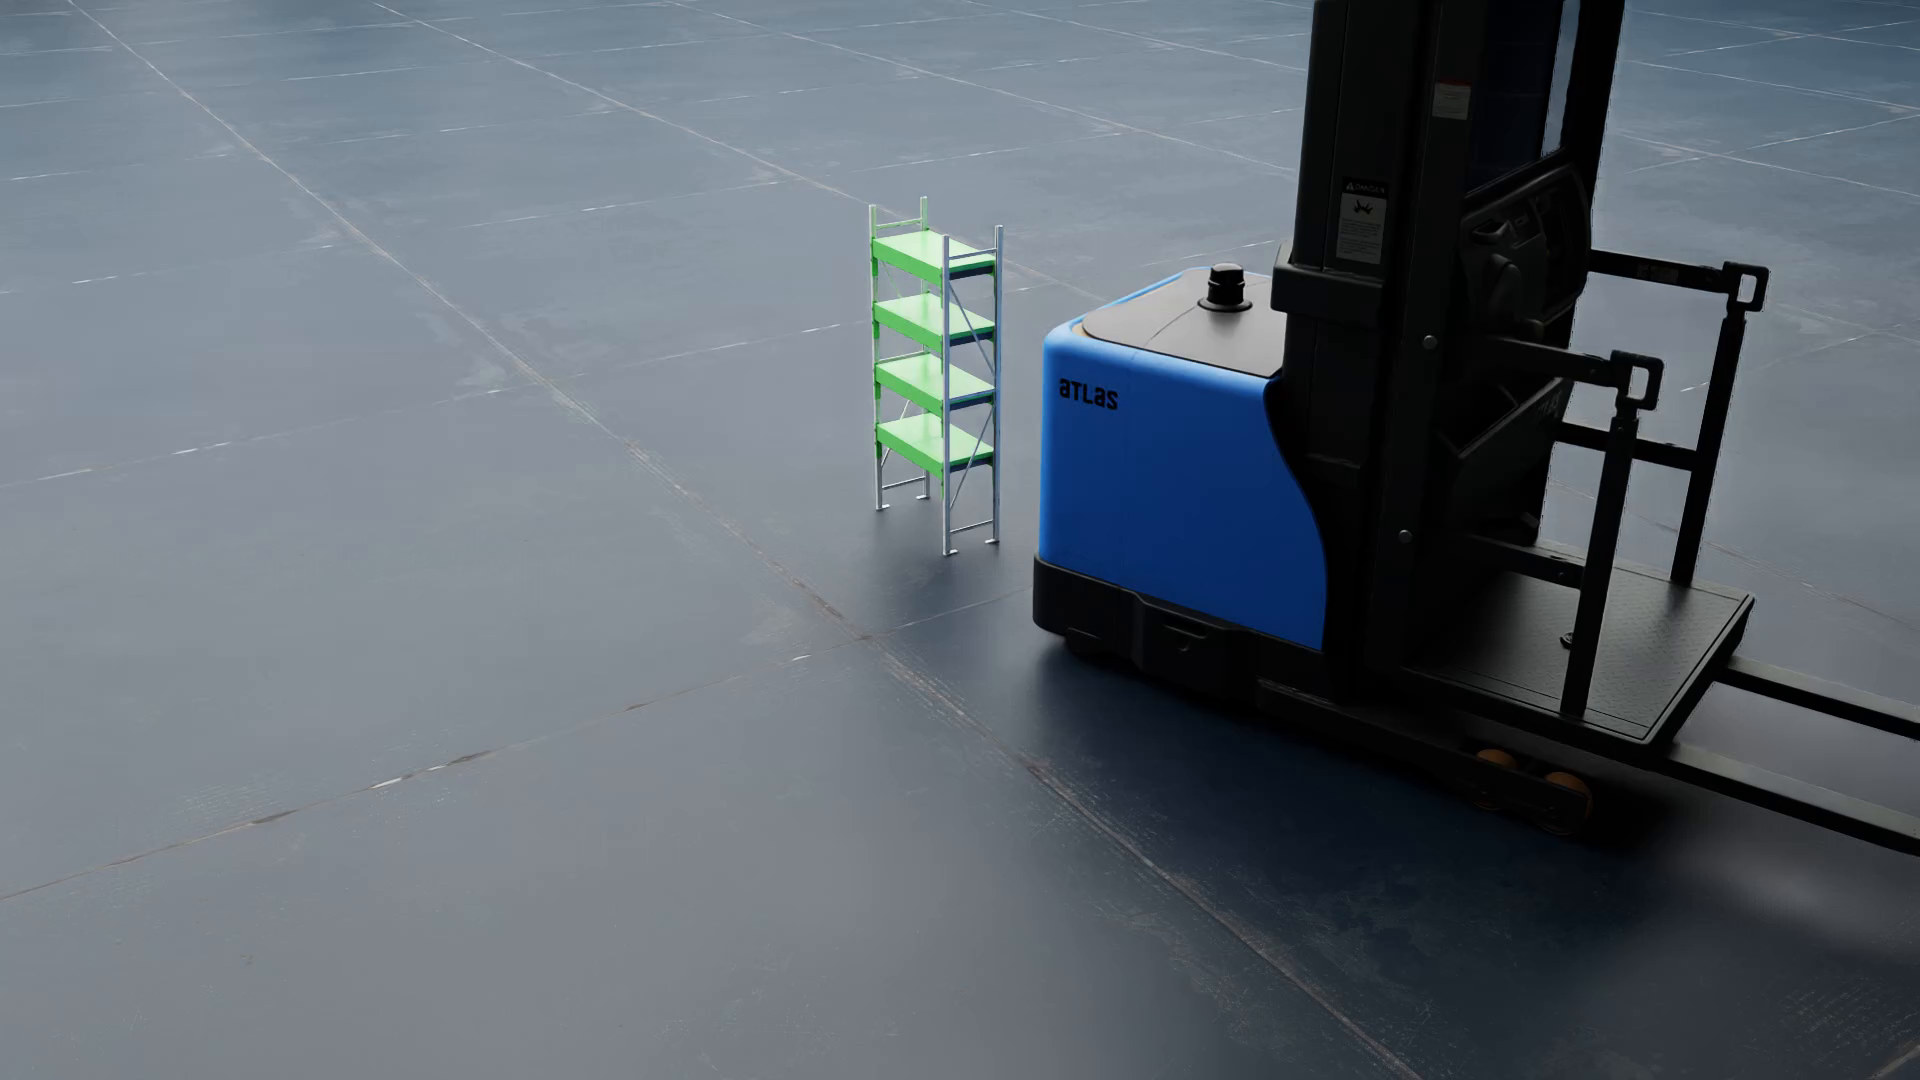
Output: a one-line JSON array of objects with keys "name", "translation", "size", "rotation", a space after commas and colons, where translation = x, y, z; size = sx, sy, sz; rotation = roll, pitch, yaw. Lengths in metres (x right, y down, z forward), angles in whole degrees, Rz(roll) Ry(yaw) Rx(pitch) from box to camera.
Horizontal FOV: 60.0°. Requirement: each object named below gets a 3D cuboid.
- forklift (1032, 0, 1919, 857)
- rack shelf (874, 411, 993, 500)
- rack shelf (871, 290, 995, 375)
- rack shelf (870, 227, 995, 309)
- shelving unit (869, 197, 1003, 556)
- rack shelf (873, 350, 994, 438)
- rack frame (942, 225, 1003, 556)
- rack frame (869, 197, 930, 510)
[{"name": "forklift", "translation": [1.720, -0.777, 4.462], "size": [3.031, 2.935, 1.130], "rotation": [18, 31, 33]}, {"name": "rack shelf", "translation": [-0.090, -0.327, 6.249], "size": [0.258, 0.148, 0.480], "rotation": [-16, 29, -30]}, {"name": "rack shelf", "translation": [-0.090, -0.761, 6.044], "size": [0.258, 0.148, 0.480], "rotation": [-16, 29, -30]}, {"name": "rack shelf", "translation": [-0.090, -0.978, 5.942], "size": [0.258, 0.148, 0.480], "rotation": [-16, 29, -30]}, {"name": "shelving unit", "translation": [-0.090, -0.602, 6.119], "size": [0.258, 1.200, 0.503], "rotation": [-16, 29, -30]}, {"name": "rack shelf", "translation": [-0.090, -0.544, 6.147], "size": [0.258, 0.148, 0.480], "rotation": [-16, 29, -30]}, {"name": "rack frame", "translation": [0.043, -0.515, 5.934], "size": [0.240, 1.200, 0.015], "rotation": [-16, 29, -30]}, {"name": "rack frame", "translation": [-0.224, -0.689, 6.304], "size": [0.240, 1.200, 0.015], "rotation": [-16, 29, -30]}]
